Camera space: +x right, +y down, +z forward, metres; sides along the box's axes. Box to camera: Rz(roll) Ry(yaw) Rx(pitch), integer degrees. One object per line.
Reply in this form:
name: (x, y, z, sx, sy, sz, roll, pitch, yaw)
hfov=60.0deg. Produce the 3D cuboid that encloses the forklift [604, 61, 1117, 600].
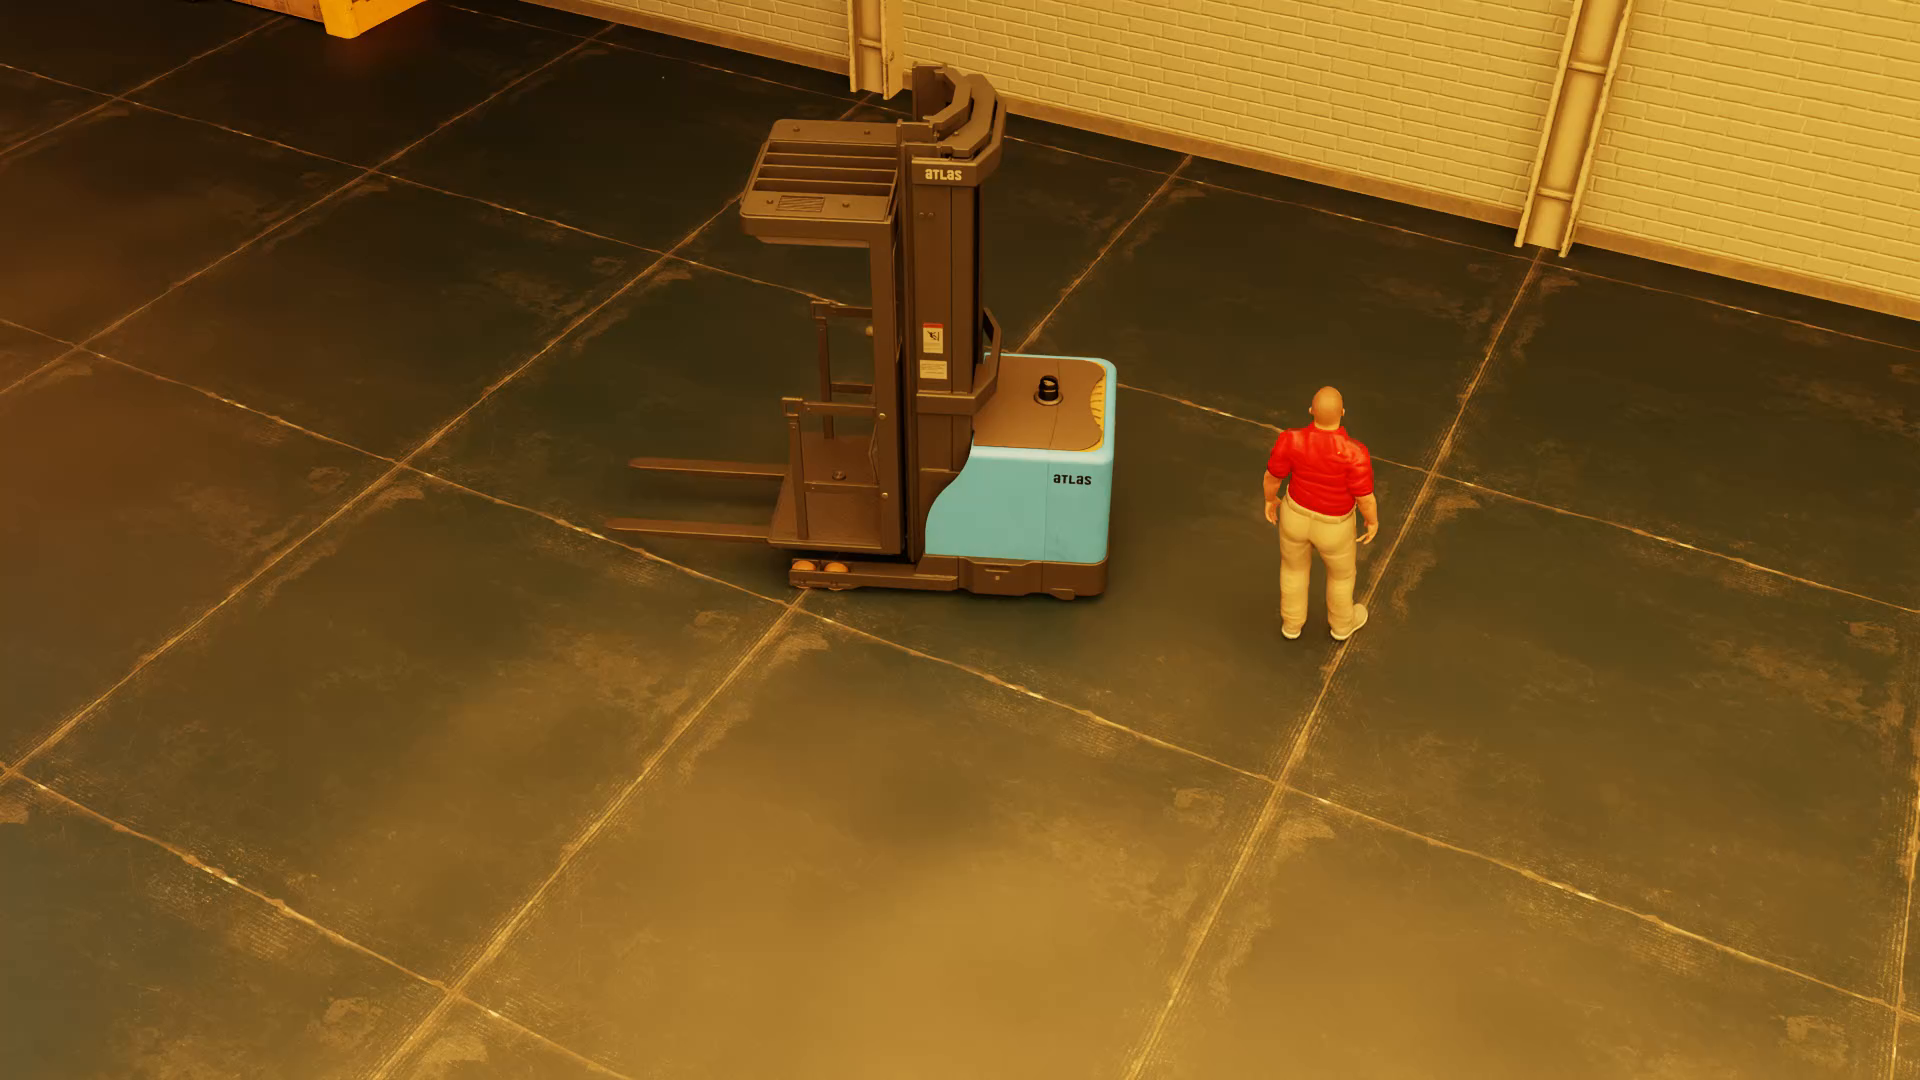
forklift: (-0.606, -1.157, 9.360, 3.031, 2.935, 1.130, 3, 40, 4)

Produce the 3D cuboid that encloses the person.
person: (1.993, -0.167, 9.108, 0.641, 1.727, 0.551, 18, 43, 20)
